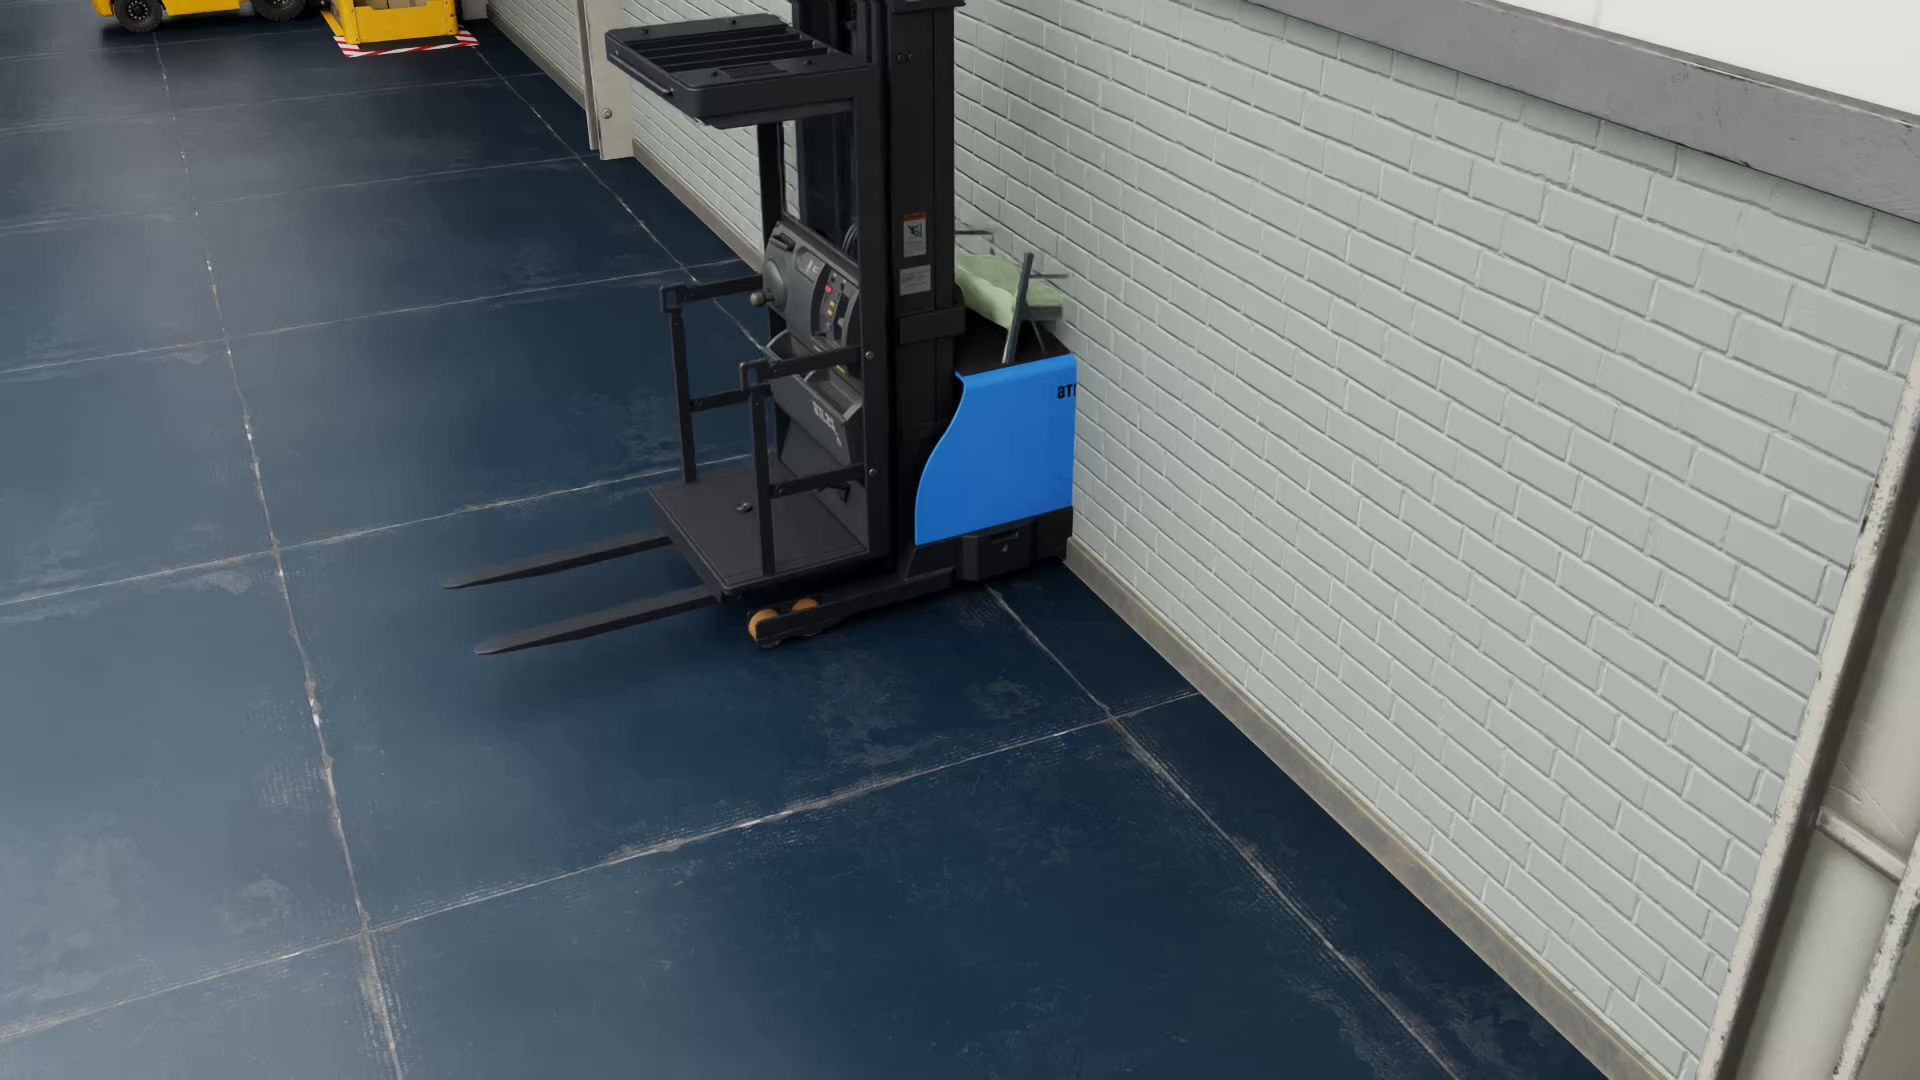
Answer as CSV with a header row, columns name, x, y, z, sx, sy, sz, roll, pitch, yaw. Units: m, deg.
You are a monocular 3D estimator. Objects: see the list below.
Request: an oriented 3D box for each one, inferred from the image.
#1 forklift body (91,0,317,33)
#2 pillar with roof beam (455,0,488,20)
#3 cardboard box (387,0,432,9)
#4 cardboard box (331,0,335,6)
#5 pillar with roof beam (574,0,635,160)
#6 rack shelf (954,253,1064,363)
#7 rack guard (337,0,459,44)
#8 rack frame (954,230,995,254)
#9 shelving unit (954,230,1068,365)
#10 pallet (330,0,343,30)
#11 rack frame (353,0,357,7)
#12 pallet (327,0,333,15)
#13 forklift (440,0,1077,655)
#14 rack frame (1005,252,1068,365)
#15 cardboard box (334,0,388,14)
name,x,y,z,sx,sy,sz,roll,pitch,yaw
forklift body,-8.496,-6.846,18.259,2.313,2.155,1.214,-13,32,-22
pillar with roof beam,-9.407,-8.971,15.047,9.100,9.000,0.400,-13,32,-22
cardboard box,-6.068,-6.003,18.271,0.500,0.250,0.500,-13,32,-22
cardboard box,-6.726,-6.108,18.458,0.500,0.250,0.500,-13,32,-22
pillar with roof beam,-6.831,-6.320,10.321,9.100,9.000,0.400,-13,32,-22
rack shelf,0.191,-1.090,7.780,0.431,0.370,0.720,-6,27,-35
rack guard,-6.024,-5.660,17.833,1.175,0.500,0.348,-13,32,-22
rack frame,-0.076,-0.882,8.194,0.400,1.500,0.023,-6,27,-35
shelving unit,0.125,-0.734,7.926,0.431,1.500,0.755,-6,27,-35
pallet,-6.400,-5.874,18.509,1.003,0.211,1.213,-13,32,-22
rack frame,-6.034,-6.761,17.241,1.000,3.000,0.127,-13,32,-22
pallet,-6.920,-6.412,19.469,1.003,0.211,1.213,-13,32,-22
forklift,-0.837,-1.097,7.210,3.031,2.935,1.130,-15,32,-24
rack frame,0.327,-0.587,7.658,0.400,1.500,0.023,-6,27,-35
cardboard box,-6.521,-5.886,18.062,0.500,0.250,0.500,-13,32,-22
